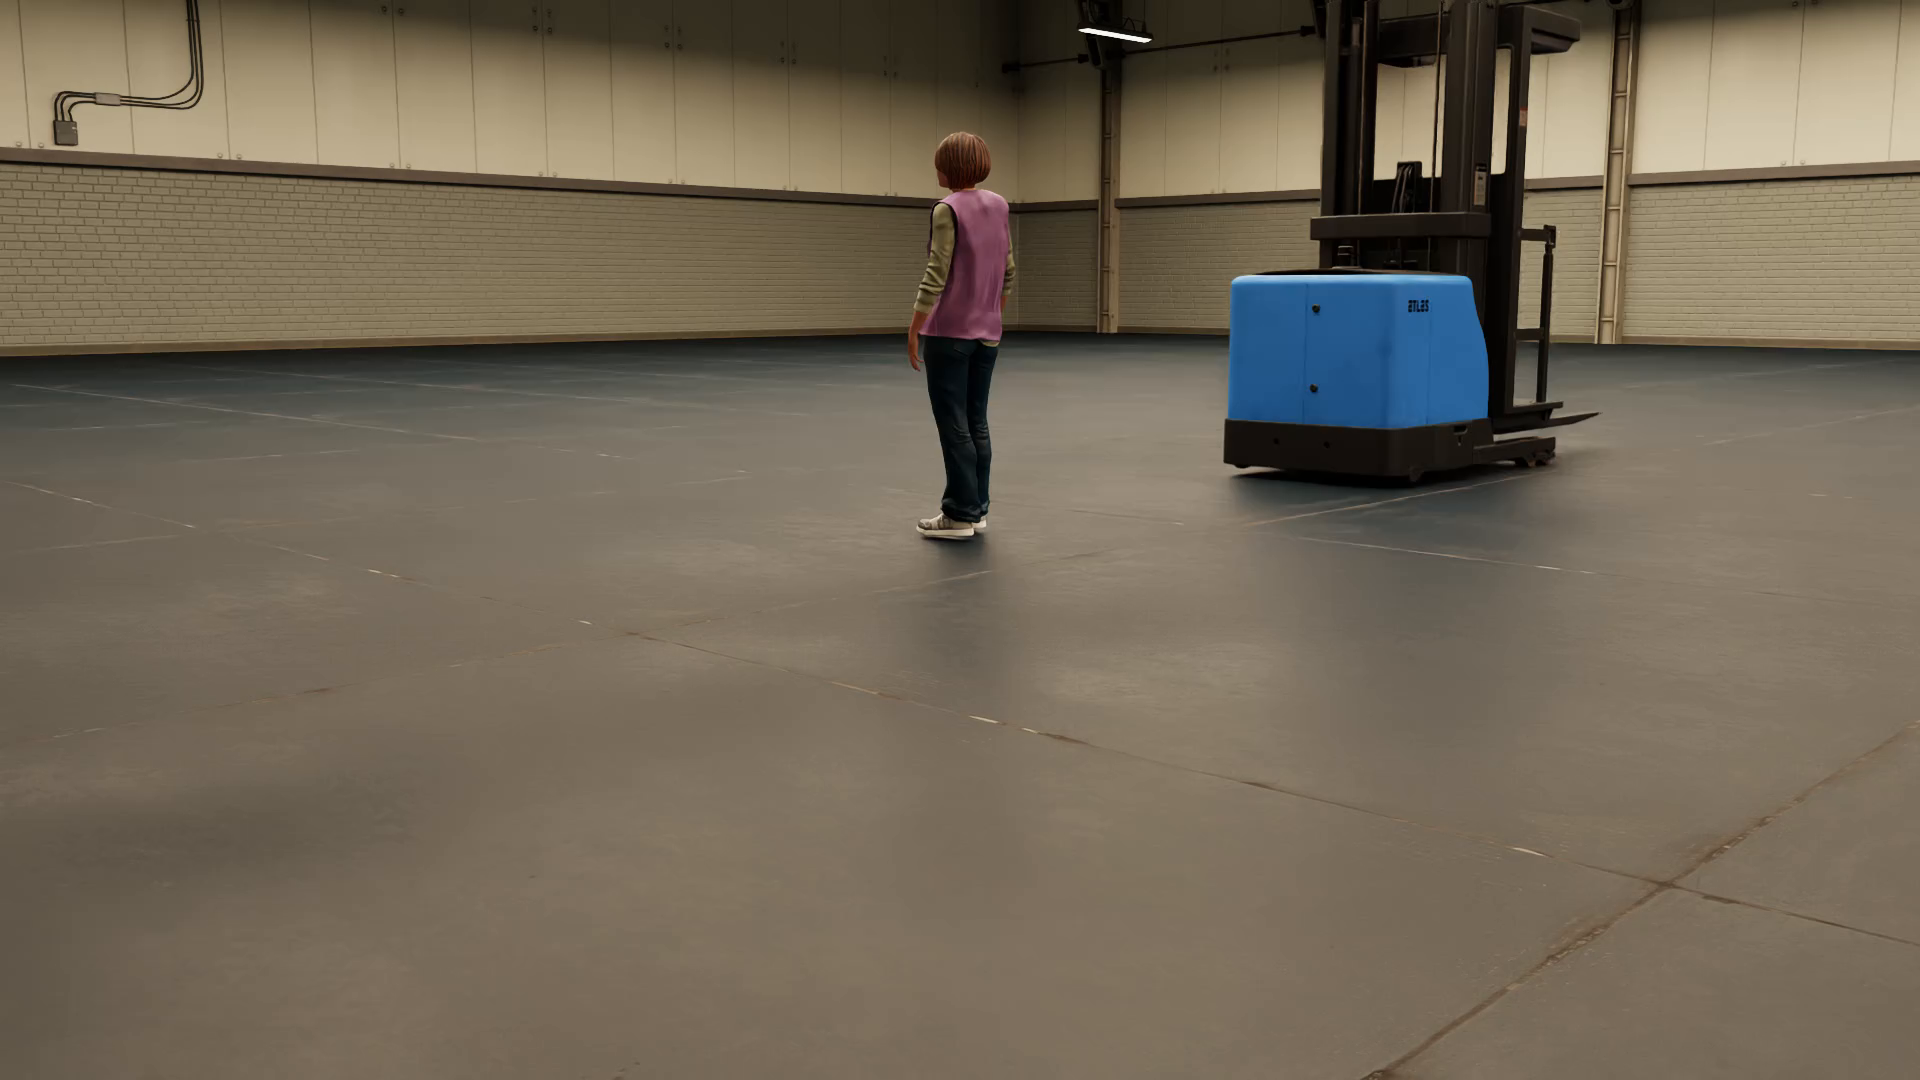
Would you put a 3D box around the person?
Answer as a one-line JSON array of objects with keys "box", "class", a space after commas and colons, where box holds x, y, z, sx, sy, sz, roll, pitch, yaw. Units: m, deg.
[{"box": [-0.043, -0.806, 6.658, 0.476, 1.597, 0.520, 8, 12, 43], "class": "person"}]

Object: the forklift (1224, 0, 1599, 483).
[{"box": [2.800, -1.907, 9.539, 1.130, 2.935, 3.031, 8, 12, 42], "class": "forklift"}]
